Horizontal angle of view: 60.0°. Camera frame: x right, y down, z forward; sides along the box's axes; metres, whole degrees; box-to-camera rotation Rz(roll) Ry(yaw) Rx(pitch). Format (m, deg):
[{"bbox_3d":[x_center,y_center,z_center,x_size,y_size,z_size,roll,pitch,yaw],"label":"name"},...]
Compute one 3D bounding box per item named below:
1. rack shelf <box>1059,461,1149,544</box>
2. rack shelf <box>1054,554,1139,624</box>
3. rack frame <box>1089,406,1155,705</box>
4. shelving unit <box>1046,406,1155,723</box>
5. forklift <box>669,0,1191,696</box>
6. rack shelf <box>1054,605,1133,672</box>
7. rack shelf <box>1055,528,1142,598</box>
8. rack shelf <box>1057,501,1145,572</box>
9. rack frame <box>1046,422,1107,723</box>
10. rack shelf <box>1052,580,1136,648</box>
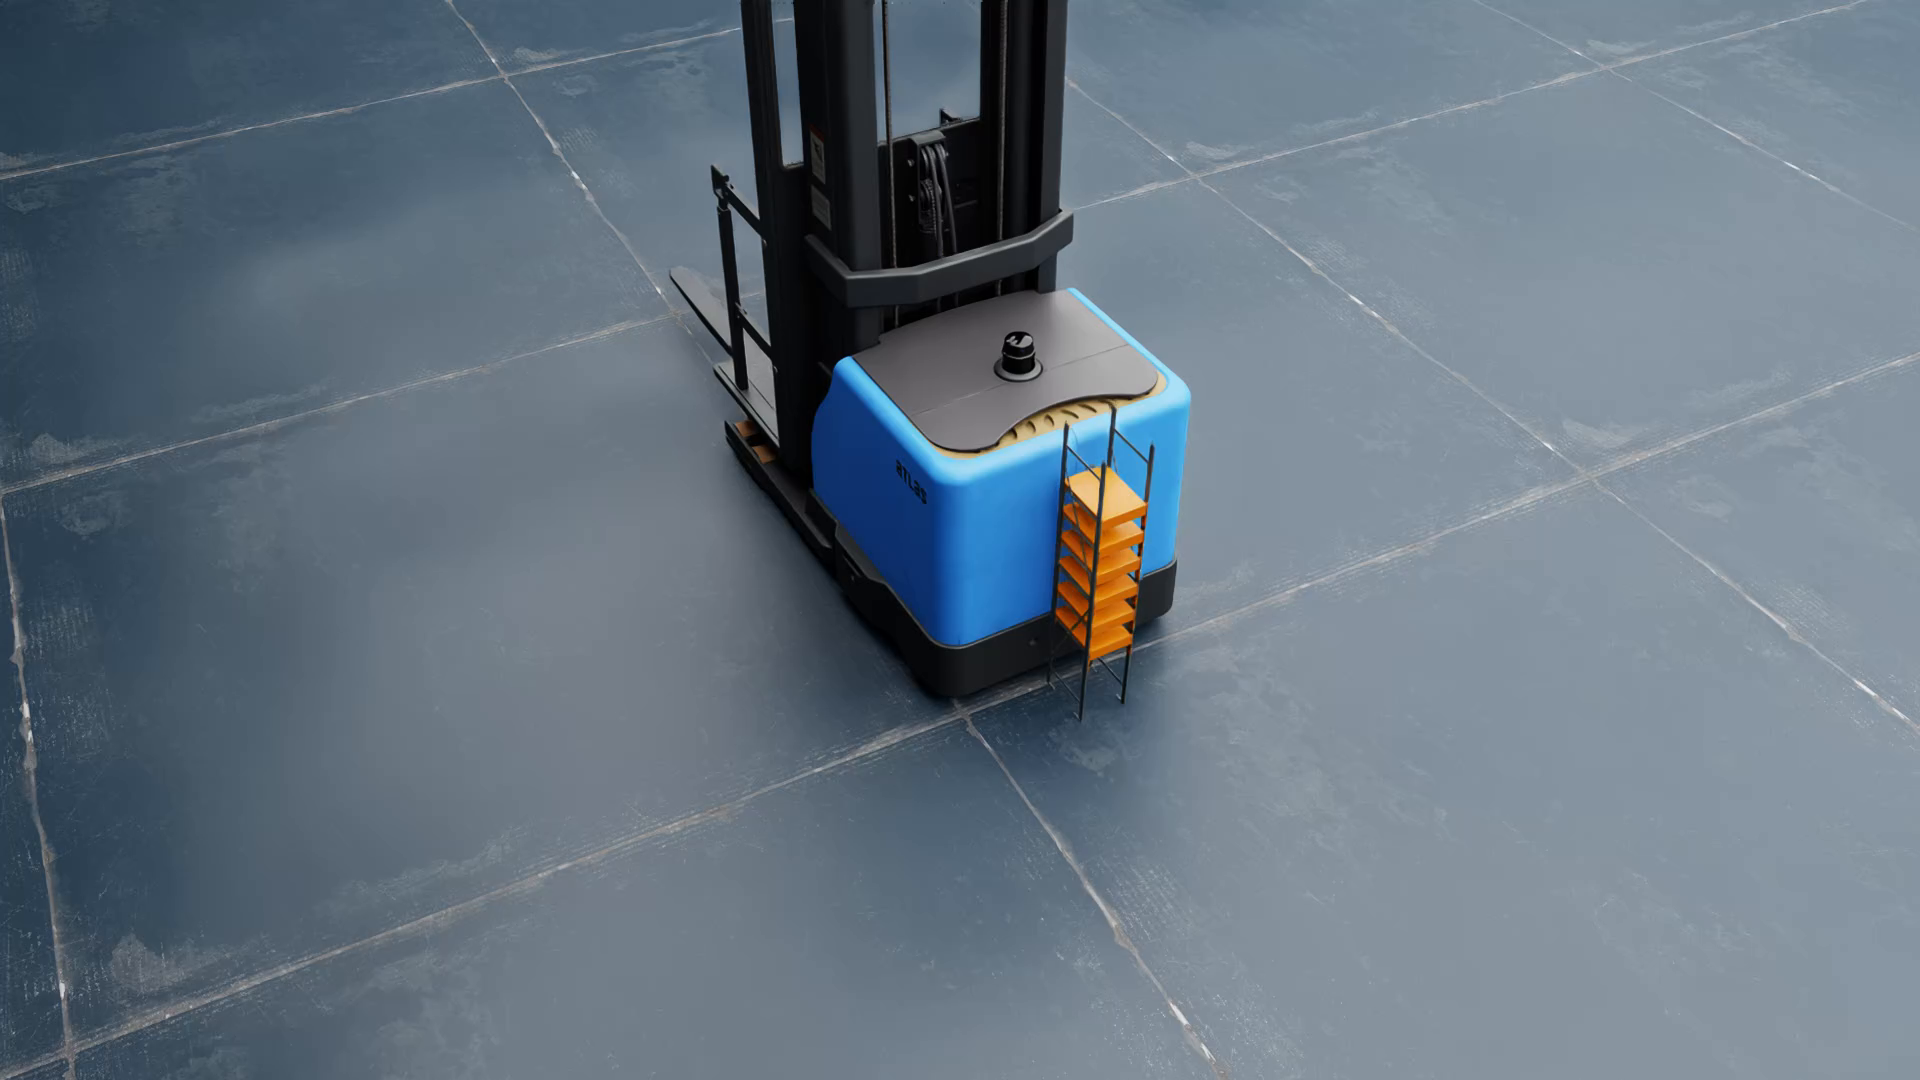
[{"bbox_3d":[0.471,-0.124,5.473,0.180,0.103,0.258,-20,46,-22],"label":"rack shelf"},{"bbox_3d":[0.466,0.144,5.713,0.180,0.103,0.258,-20,46,-22],"label":"rack shelf"},{"bbox_3d":[0.546,0.082,5.718,0.006,1.200,0.240,-20,46,-22],"label":"rack frame"},{"bbox_3d":[0.467,0.111,5.684,0.189,1.200,0.258,-20,46,-22],"label":"shelving unit"},{"bbox_3d":[-0.349,-1.494,6.246,1.130,2.935,3.031,-20,44,-22],"label":"forklift"},{"bbox_3d":[0.463,0.323,5.873,0.180,0.103,0.258,-20,46,-22],"label":"rack shelf"},{"bbox_3d":[0.468,0.055,5.633,0.180,0.103,0.258,-20,46,-22],"label":"rack shelf"},{"bbox_3d":[0.470,-0.035,5.553,0.180,0.103,0.258,-20,46,-22],"label":"rack shelf"},{"bbox_3d":[0.387,0.140,5.649,0.006,1.200,0.240,-20,46,-22],"label":"rack frame"},{"bbox_3d":[0.465,0.233,5.793,0.180,0.103,0.258,-20,46,-22],"label":"rack shelf"}]
